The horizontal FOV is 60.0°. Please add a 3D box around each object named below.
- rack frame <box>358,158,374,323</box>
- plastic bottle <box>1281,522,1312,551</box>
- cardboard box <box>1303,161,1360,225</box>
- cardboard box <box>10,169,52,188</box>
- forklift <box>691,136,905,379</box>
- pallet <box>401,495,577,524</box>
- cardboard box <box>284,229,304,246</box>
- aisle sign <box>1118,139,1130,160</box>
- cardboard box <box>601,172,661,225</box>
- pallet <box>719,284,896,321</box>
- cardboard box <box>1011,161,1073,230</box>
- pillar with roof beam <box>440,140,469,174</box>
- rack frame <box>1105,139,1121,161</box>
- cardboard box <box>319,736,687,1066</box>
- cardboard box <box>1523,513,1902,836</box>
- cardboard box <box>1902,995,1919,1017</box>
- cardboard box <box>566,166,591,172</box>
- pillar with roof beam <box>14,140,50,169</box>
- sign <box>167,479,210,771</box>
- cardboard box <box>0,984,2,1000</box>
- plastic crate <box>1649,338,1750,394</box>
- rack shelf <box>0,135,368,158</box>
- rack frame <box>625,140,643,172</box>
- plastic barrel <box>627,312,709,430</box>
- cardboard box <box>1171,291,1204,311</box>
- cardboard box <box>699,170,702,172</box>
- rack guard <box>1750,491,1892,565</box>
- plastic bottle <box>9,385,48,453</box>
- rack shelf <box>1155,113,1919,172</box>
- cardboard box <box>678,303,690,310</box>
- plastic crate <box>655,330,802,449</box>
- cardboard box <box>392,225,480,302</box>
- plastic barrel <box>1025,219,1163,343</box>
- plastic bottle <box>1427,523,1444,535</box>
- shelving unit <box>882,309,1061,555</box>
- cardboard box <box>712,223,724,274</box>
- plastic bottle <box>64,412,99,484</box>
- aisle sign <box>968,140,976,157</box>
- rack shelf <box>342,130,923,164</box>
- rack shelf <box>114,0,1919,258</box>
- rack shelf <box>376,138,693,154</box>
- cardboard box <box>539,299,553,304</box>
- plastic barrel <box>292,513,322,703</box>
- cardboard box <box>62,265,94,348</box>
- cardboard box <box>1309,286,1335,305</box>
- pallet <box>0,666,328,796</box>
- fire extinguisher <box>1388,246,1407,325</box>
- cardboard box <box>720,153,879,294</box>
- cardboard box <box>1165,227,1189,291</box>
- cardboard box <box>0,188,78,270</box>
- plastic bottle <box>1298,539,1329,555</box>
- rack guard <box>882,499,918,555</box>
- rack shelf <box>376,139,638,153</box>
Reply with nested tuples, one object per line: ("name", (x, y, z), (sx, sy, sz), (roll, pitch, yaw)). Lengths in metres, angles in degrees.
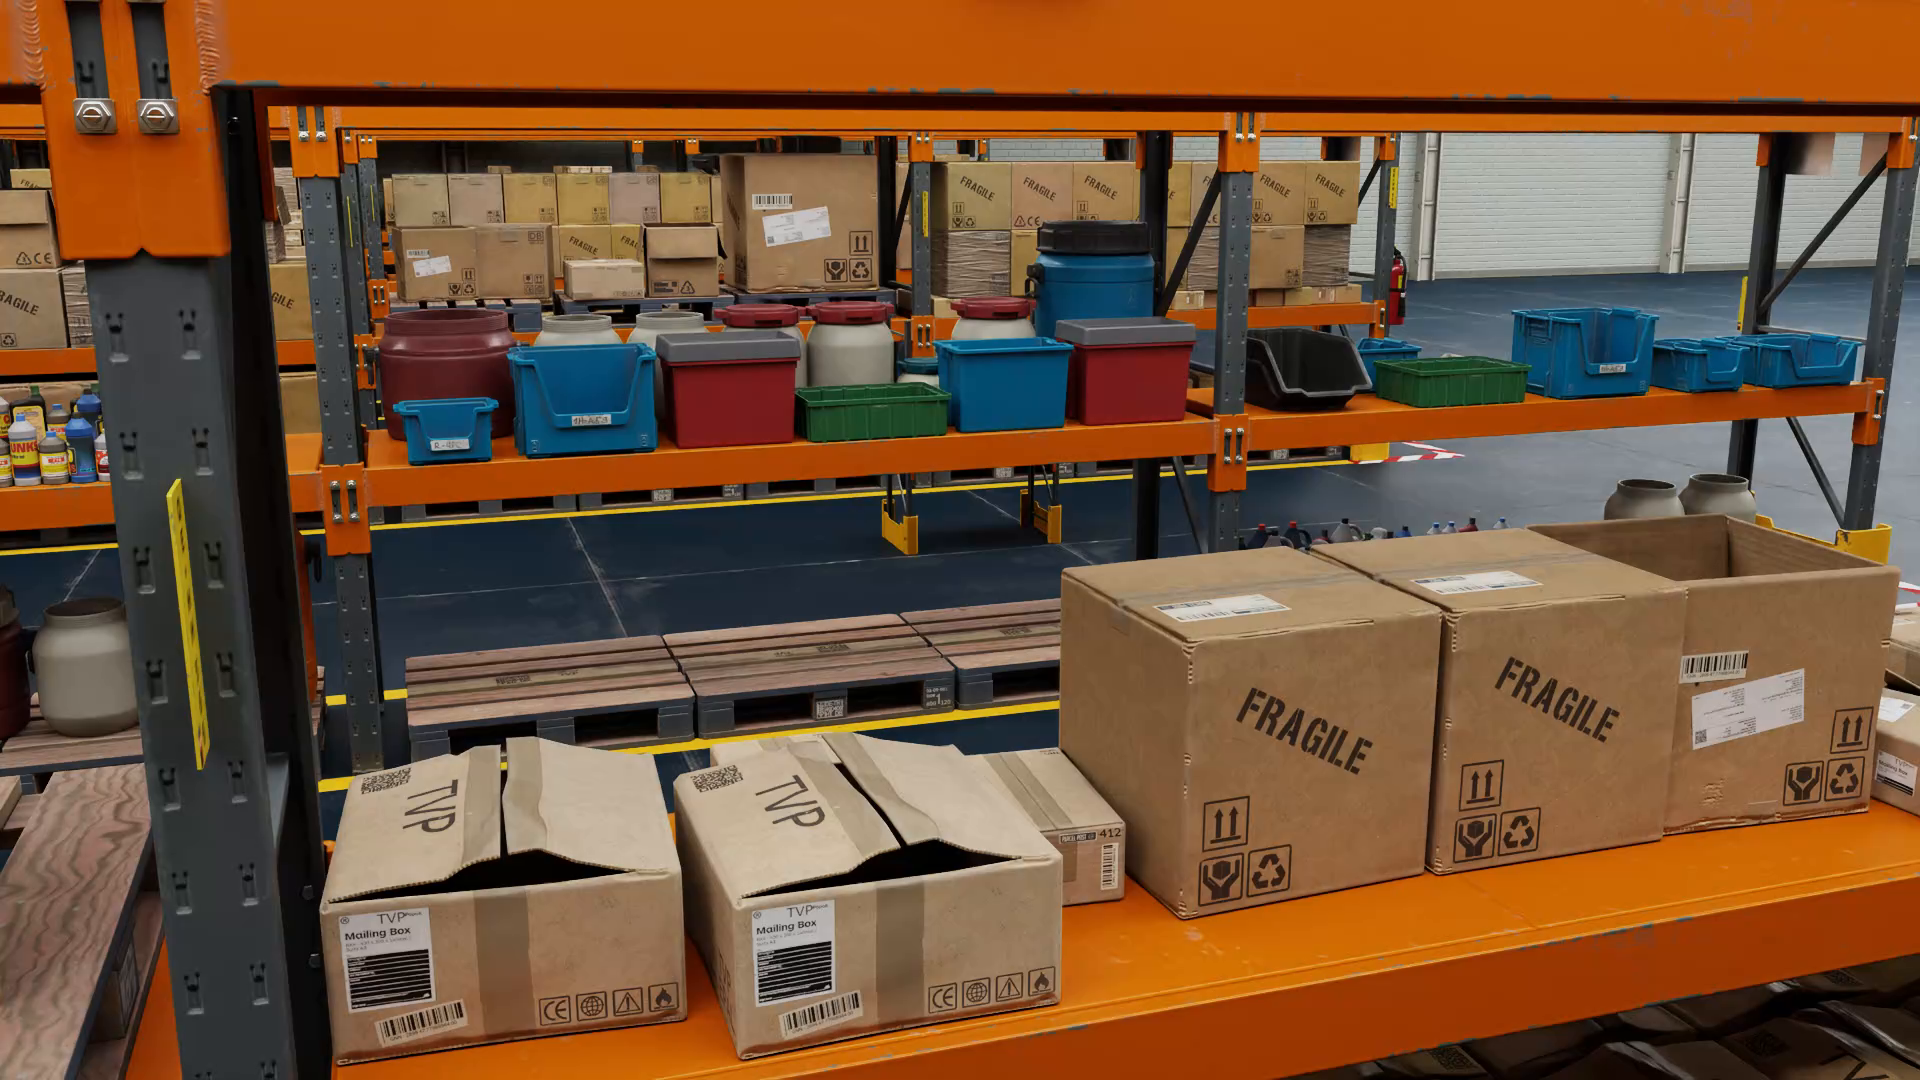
("rack frame", (-7.388, -3.843, 20.815), (0.127, 3.000, 1.000), (-4, 14, -18))
("plastic bottle", (1.843, 0.072, 9.133), (0.185, 0.351, 0.144), (-5, 14, -21))
("cardboard box", (2.912, -2.844, 13.600), (0.500, 0.500, 0.500), (-4, 14, -18))
("cardboard box", (-10.671, -4.052, 19.318), (0.500, 0.500, 0.500), (-4, 14, -17))
("forklift", (-1.828, -2.407, 14.927), (3.031, 2.935, 1.130), (-4, 14, -18))
("pallet", (-3.487, -0.370, 12.241), (1.213, 0.211, 1.003), (-4, 14, -18))
("cardboard box", (-6.289, -2.835, 15.571), (0.250, 0.149, 0.380), (-4, 14, -16))
("aisle sign", (1.840, -4.691, 18.762), (0.004, 0.787, 0.394), (-4, 14, -18))
("cardboard box", (-3.357, -3.481, 16.919), (0.500, 0.500, 0.700), (-4, 14, -18))
("pallet", (-1.207, -1.846, 12.838), (1.213, 0.211, 1.003), (-4, 14, -18))
("cardboard box", (0.544, -2.659, 12.819), (0.500, 0.500, 0.500), (-4, 14, -18))
("pillar with roof beam", (-6.654, -7.199, 21.963), (0.400, 9.000, 9.100), (-4, 14, -18))
("rack frame", (1.868, -3.355, 18.765), (0.127, 3.000, 1.000), (-4, 14, -18))
("cardboard box", (-0.713, 0.530, 2.625), (0.500, 0.311, 0.500), (-4, 14, -15))
("cardboard box", (1.487, 0.252, 3.385), (0.500, 0.500, 0.500), (-3, 14, -14))
("cardboard box", (2.427, 1.162, 3.598), (0.500, 0.311, 0.500), (-4, 14, -18))
("cardboard box", (-4.864, -4.688, 21.203), (0.250, 0.149, 0.380), (-5, 14, -20))
("pillar with roof beam", (-12.340, -6.756, 20.101), (0.400, 9.000, 9.100), (-4, 14, -18))
("sign", (-0.890, 0.097, 1.920), (0.005, 0.325, 0.100), (-4, 14, -18))
("cardboard box", (-1.633, 0.322, 2.183), (0.500, 0.500, 0.700), (-10, 17, -37))
("plastic crate", (3.938, -0.952, 8.983), (0.408, 0.251, 0.499), (-4, 14, -18))
("rack shelf", (-7.609, -3.726, 15.398), (4.000, 0.370, 1.077), (-4, 14, -18))
("rack frame", (-5.184, -5.226, 26.632), (0.127, 3.000, 1.000), (-4, 14, -18))
("plastic barrel", (-1.342, -0.791, 7.745), (0.421, 0.512, 0.421), (0, 13, 0))
("cardboard box", (1.762, -1.937, 13.348), (0.250, 0.149, 0.380), (-4, 14, -18))
("cardboard box", (-3.111, -4.802, 21.831), (0.500, 0.500, 0.700), (-5, 14, -19))
("rack guard", (4.877, 0.059, 9.815), (0.348, 0.500, 1.175), (-4, 14, -18))
("plastic bottle", (-3.960, -0.514, 7.073), (0.133, 0.283, 0.061), (-4, 14, -18))
("rack shelf", (3.039, -2.135, 8.709), (4.000, 0.370, 1.077), (-4, 14, -18))
("cardboard box", (-2.482, -2.104, 17.460), (0.750, 0.750, 1.050), (-5, 14, -18))
("plastic crate", (-1.019, -0.666, 7.323), (0.583, 0.464, 0.402), (-4, 14, -18))
("cardboard box", (-3.729, -1.971, 11.822), (0.500, 0.500, 0.500), (-6, 15, -25))
("plastic barrel", (0.680, -1.160, 8.453), (0.708, 0.901, 0.600), (-4, 14, -18))
("plastic bottle", (2.697, 0.038, 9.445), (0.097, 0.271, 0.097), (0, 13, 0))
("shelving unit", (0.072, -0.735, 10.993), (1.083, 1.500, 0.587), (-4, 14, -18))
("cardboard box", (-2.332, -3.011, 17.103), (0.500, 0.500, 0.500), (-5, 14, -18))
("plastic bottle", (-3.414, -0.361, 6.456), (0.097, 0.271, 0.097), (0, 13, 0))
("aisle sign", (0.154, -5.770, 23.302), (0.004, 0.787, 0.394), (-4, 14, -18))
("rack shelf", (-2.332, -2.926, 12.034), (4.000, 0.370, 1.077), (-4, 14, -18))
("rack shelf", (0.824, -0.753, 2.899), (4.000, 0.370, 1.077), (-4, 14, -18))
("rack shelf", (-5.493, -5.099, 21.172), (4.000, 0.370, 1.077), (-4, 14, -18))
("cardboard box", (-5.432, -2.919, 21.703), (0.625, 0.372, 0.950), (-4, 14, -16))
("plastic barrel", (-3.106, 0.309, 7.146), (0.708, 0.830, 0.600), (-4, 14, -18))
("cardboard box", (-5.582, -1.552, 10.971), (0.500, 0.500, 0.500), (-5, 14, -20))
("cardboard box", (2.913, -2.053, 13.833), (0.250, 0.149, 0.380), (-4, 14, -18))
("pallet", (-3.382, 0.841, 7.150), (1.213, 0.211, 1.003), (-4, 14, -18))
("fire extinguisher", (3.610, -2.129, 13.779), (0.183, 0.674, 0.296), (-4, 14, -18))
("cardboard box", (-1.234, -2.433, 12.683), (1.000, 1.000, 1.000), (-4, 14, -18))
("cardboard box", (1.424, -2.293, 13.443), (0.500, 0.500, 0.875), (-4, 14, -18))
("cardboard box", (-6.178, -2.057, 10.924), (0.637, 0.503, 0.797), (-4, 14, -16))
("plastic bottle", (1.915, 0.139, 9.012), (0.135, 0.276, 0.152), (-4, 14, -18))
("rack guard", (-0.400, -0.090, 10.983), (0.087, 0.250, 0.587), (-4, 14, -18))
("rack shelf", (-7.079, -6.188, 25.747), (4.000, 0.370, 1.077), (-4, 14, -18))
